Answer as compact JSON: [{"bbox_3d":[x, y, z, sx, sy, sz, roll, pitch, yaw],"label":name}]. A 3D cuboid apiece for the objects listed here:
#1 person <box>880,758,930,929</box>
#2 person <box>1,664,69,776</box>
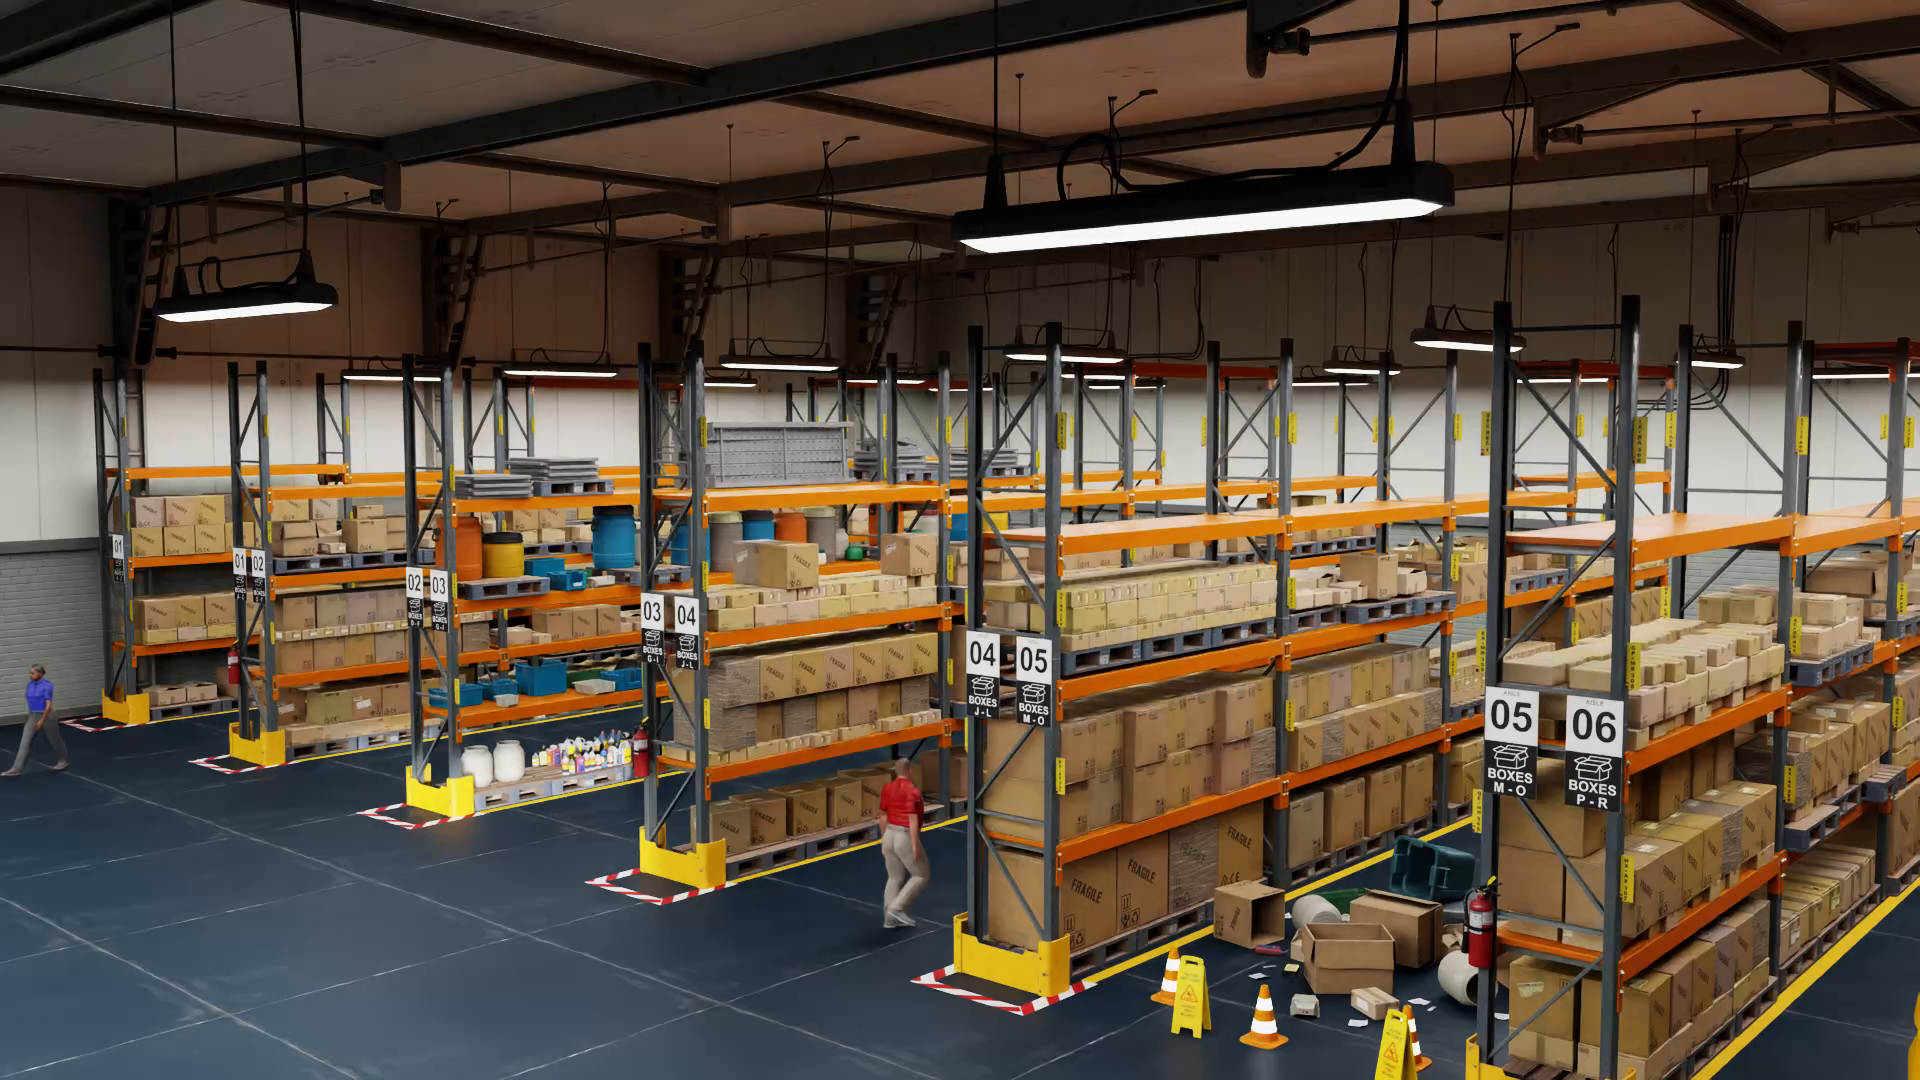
[{"bbox_3d":[-0.610,3.065,16.792,0.494,1.716,0.581,-4,6,-40],"label":"person"},{"bbox_3d":[-13.308,2.577,23.966,0.482,1.599,1.020,1,4,8],"label":"person"}]
